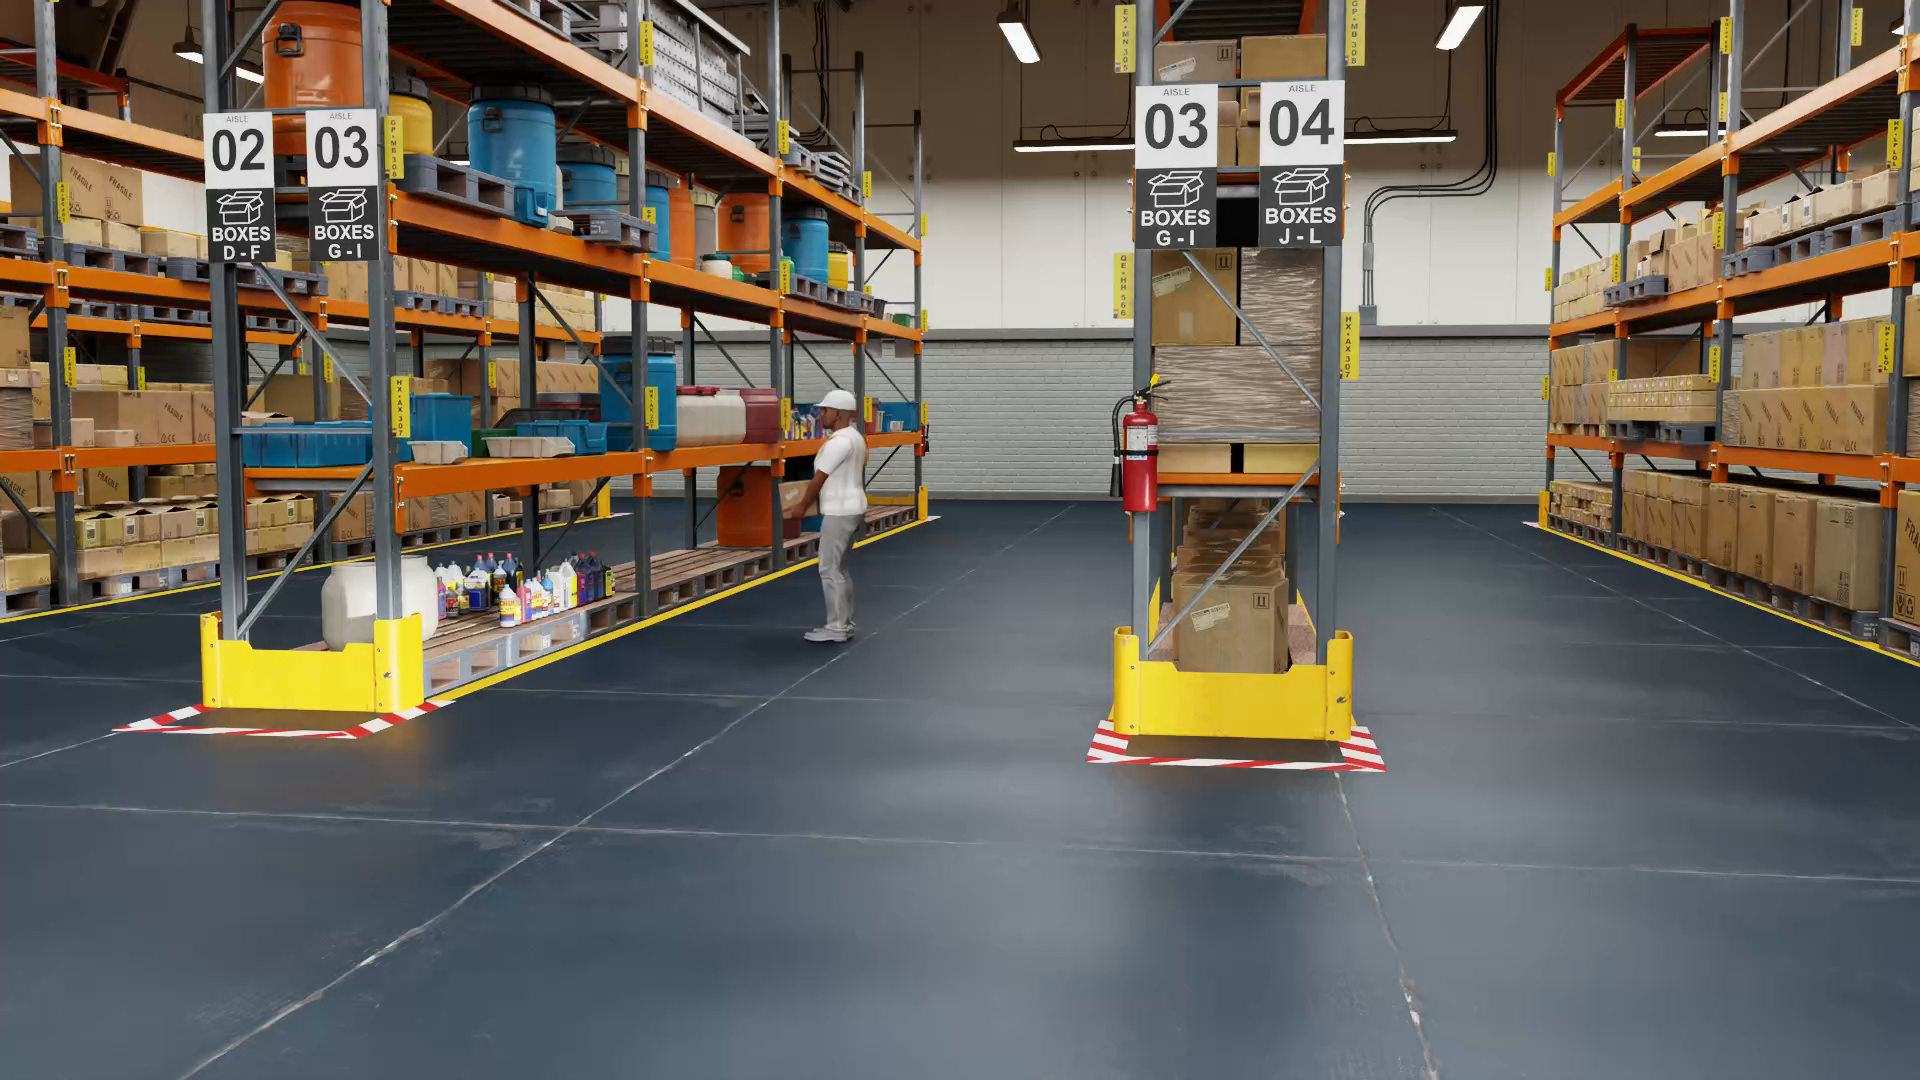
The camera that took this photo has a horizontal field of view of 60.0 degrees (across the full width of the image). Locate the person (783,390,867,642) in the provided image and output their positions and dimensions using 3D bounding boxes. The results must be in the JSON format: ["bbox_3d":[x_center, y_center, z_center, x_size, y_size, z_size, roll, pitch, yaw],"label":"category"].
[{"bbox_3d":[-0.947,-0.173,11.729,0.569,1.763,0.505,1,4,8],"label":"person"}]
